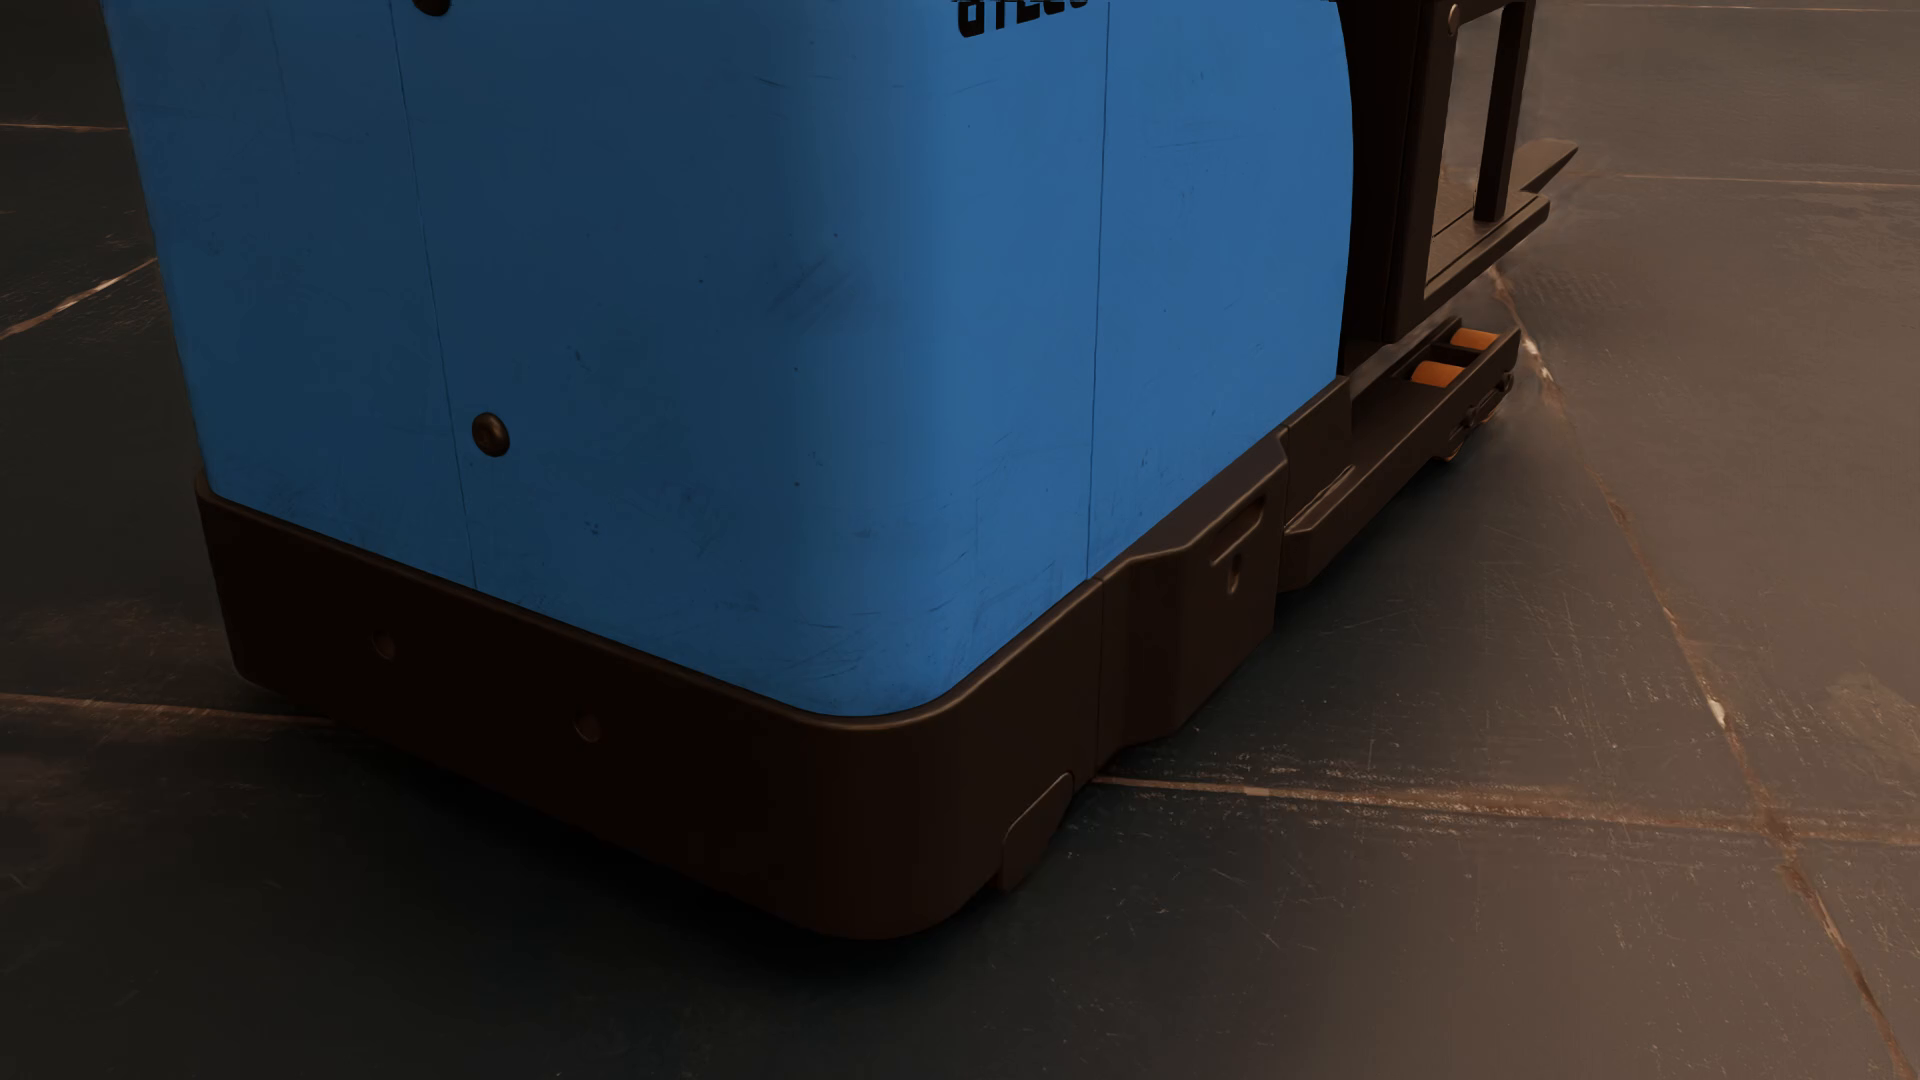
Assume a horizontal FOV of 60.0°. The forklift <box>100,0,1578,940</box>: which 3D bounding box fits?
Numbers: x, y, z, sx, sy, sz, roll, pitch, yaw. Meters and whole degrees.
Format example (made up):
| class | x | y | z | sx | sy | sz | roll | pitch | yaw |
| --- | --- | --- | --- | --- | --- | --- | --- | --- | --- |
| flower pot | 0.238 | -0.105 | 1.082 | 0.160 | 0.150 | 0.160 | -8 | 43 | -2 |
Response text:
| class | x | y | z | sx | sy | sz | roll | pitch | yaw |
| --- | --- | --- | --- | --- | --- | --- | --- | --- | --- |
| forklift | 0.321 | -1.543 | 2.311 | 1.130 | 2.935 | 3.031 | 16 | 31 | 29 |
